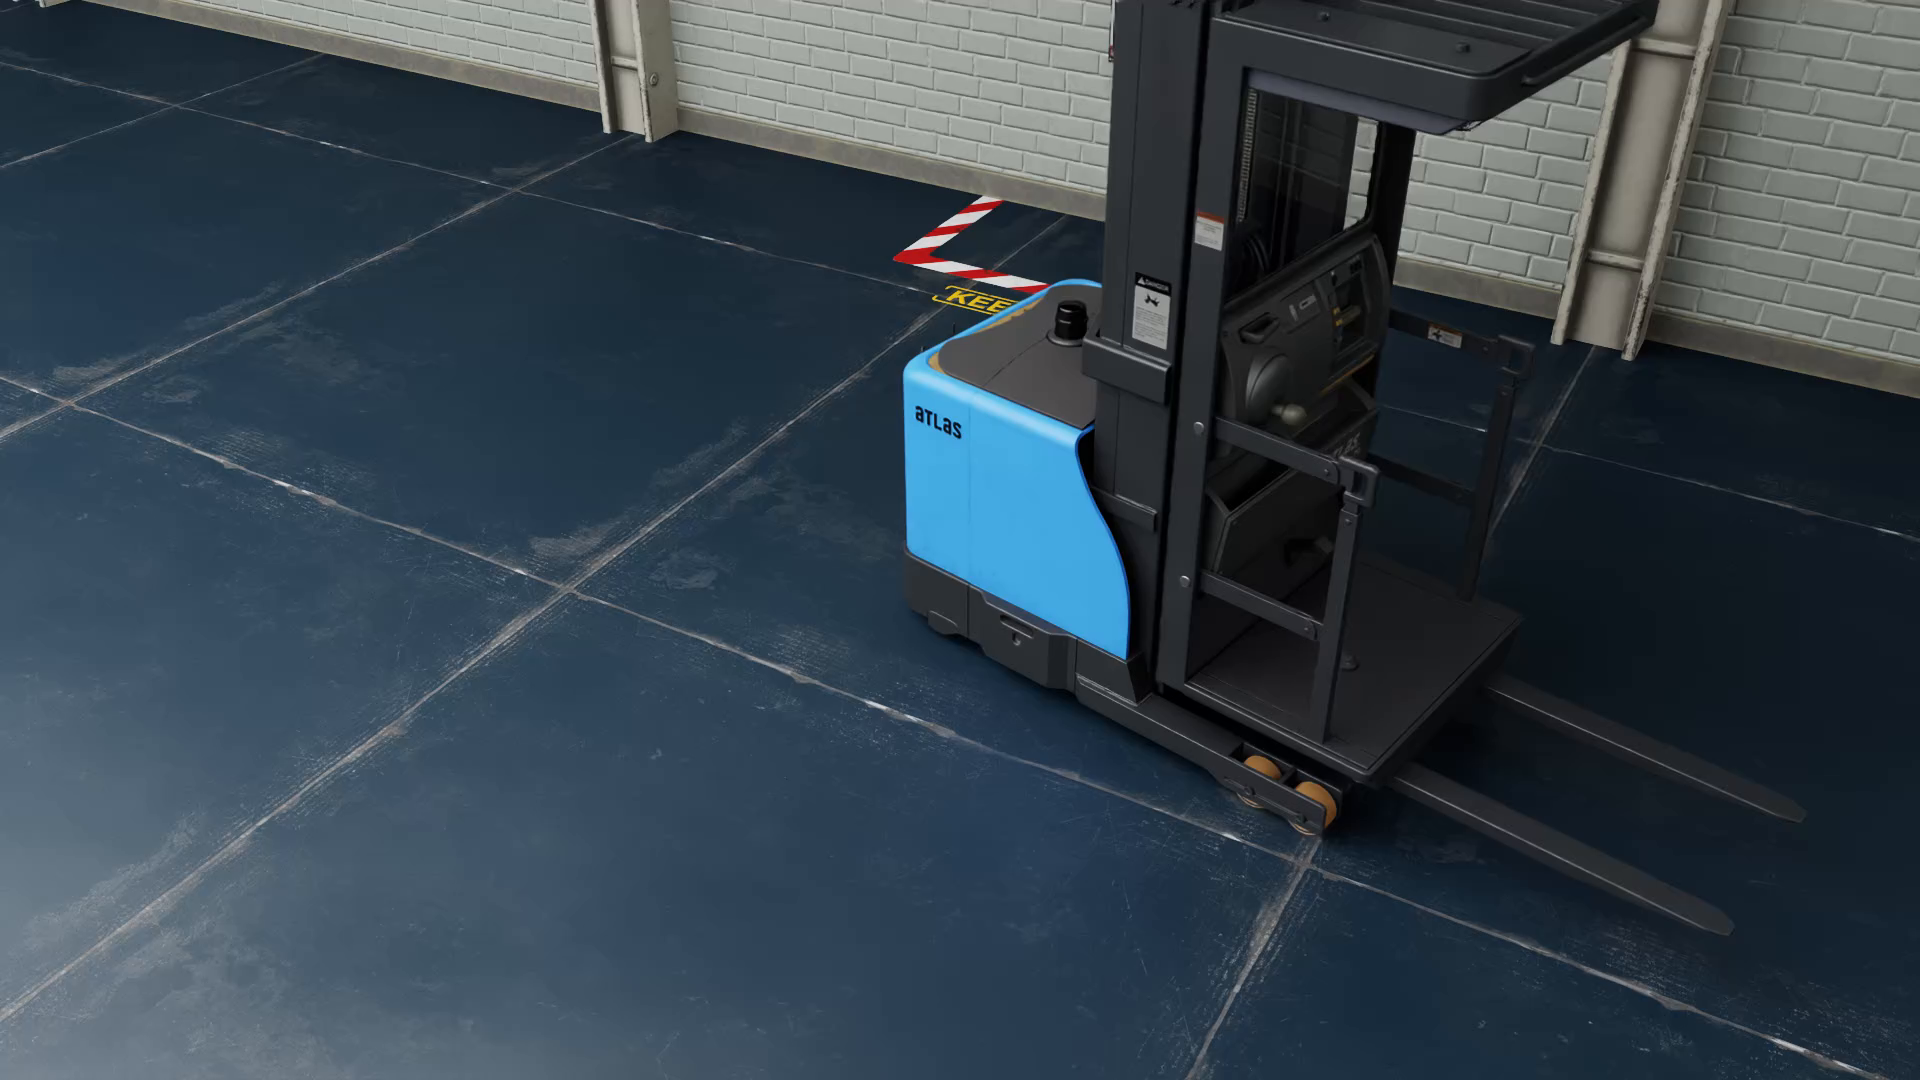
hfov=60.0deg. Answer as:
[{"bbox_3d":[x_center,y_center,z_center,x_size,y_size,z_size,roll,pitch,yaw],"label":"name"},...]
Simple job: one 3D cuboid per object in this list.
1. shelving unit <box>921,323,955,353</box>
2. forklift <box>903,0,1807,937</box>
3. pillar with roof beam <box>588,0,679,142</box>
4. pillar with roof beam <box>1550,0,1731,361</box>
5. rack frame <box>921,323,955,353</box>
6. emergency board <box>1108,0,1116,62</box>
[{"bbox_3d":[0.006,-0.373,6.498,0.210,0.900,0.258,18,38,25],"label":"shelving unit"},{"bbox_3d":[1.233,-0.607,5.018,3.031,2.935,1.130,26,41,33],"label":"forklift"},{"bbox_3d":[-4.183,-4.318,5.116,0.400,9.000,9.100,18,37,24],"label":"pillar with roof beam"},{"bbox_3d":[1.027,-2.668,2.638,0.400,9.000,9.100,18,37,24],"label":"pillar with roof beam"},{"bbox_3d":[-0.081,-0.401,6.541,0.006,0.900,0.240,18,38,25],"label":"rack frame"},{"bbox_3d":[1.036,-2.941,8.460,0.643,1.169,0.194,18,37,24],"label":"emergency board"}]
